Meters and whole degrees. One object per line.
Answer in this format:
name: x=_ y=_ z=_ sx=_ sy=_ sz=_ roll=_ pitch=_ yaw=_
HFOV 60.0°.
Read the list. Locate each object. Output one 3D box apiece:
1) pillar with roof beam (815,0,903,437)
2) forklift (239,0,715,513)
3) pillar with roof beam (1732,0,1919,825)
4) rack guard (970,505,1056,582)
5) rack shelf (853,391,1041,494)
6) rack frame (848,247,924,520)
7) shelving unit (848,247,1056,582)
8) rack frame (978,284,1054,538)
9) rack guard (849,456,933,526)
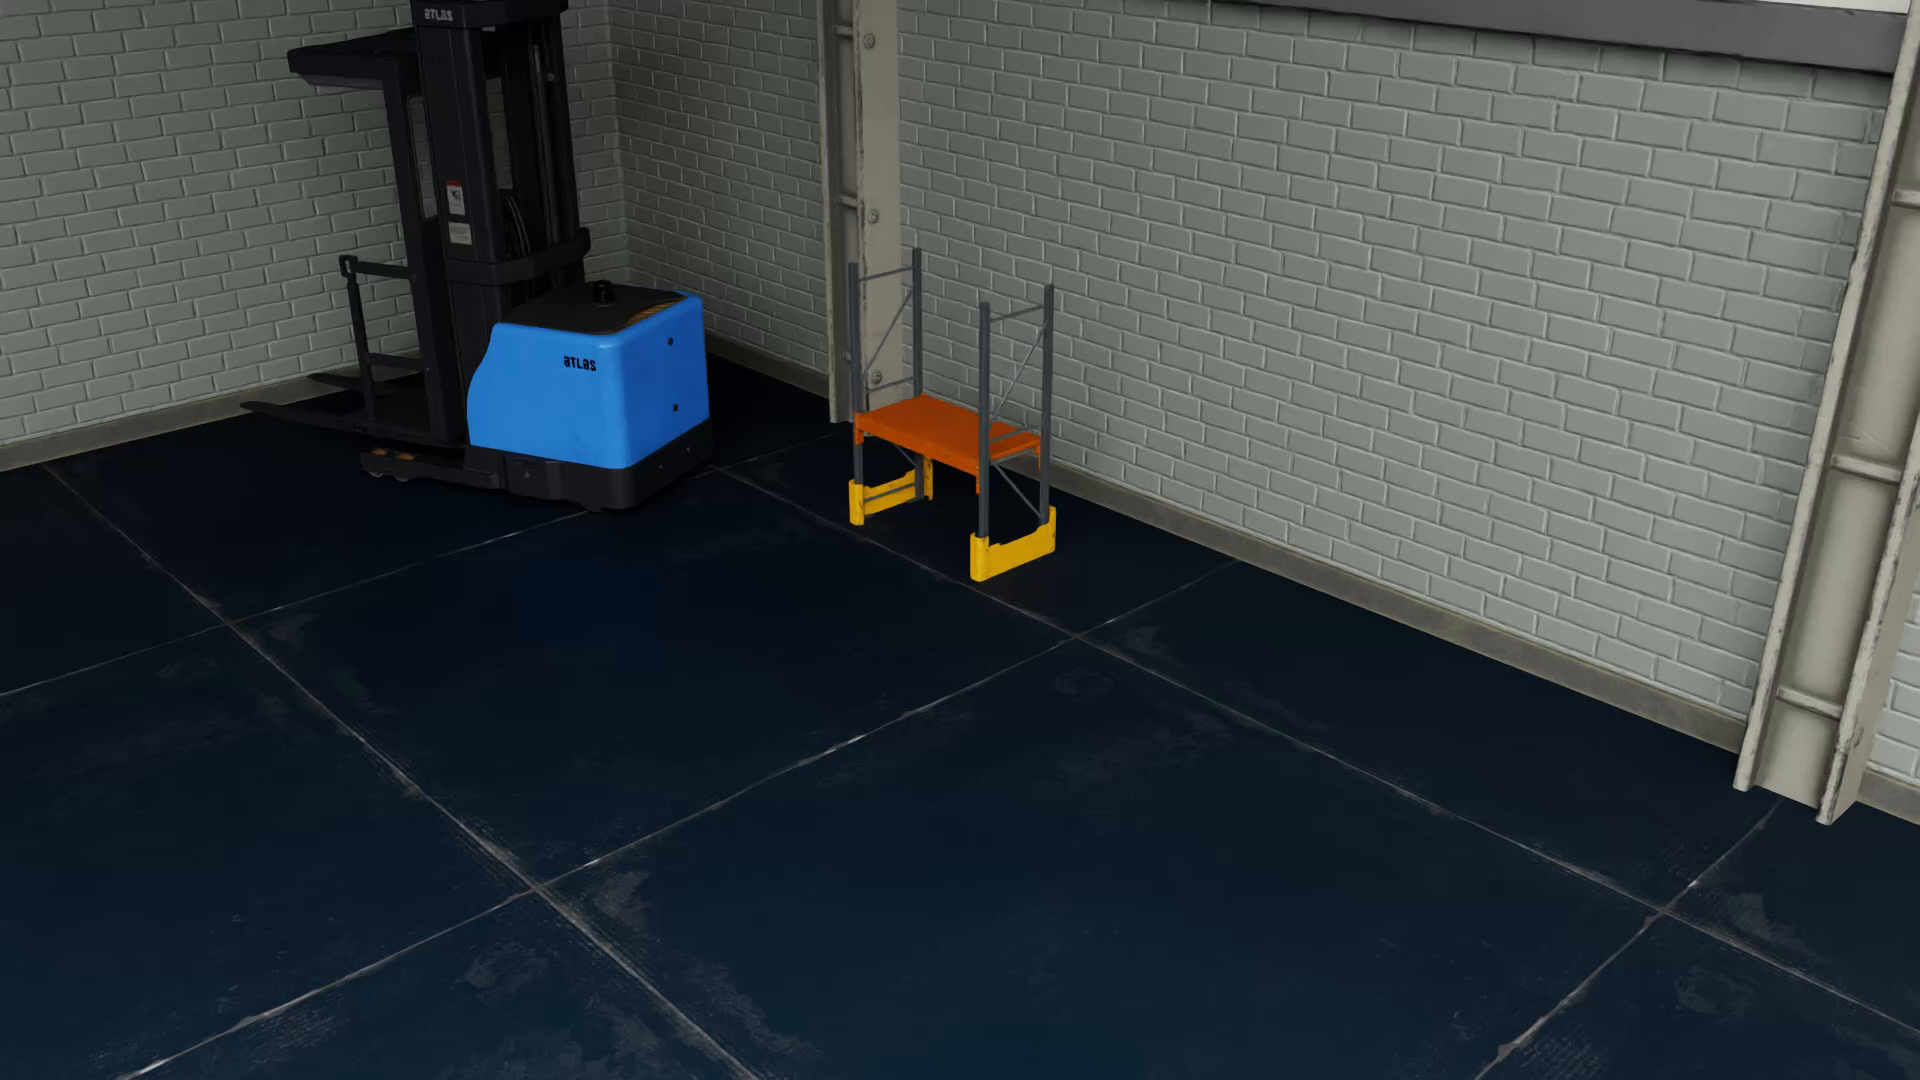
pillar with roof beam: x=-3.756 y=-3.639 z=6.385 sx=9.100 sy=9.000 sz=0.400 roll=-21 pitch=32 yaw=-38
forklift: x=-3.078 y=-1.875 z=9.828 sx=3.031 sy=2.935 sz=1.130 roll=10 pitch=26 yaw=21
pillar with roof beam: x=0.345 y=-1.821 z=2.400 sx=9.100 sy=9.000 sz=0.400 roll=-21 pitch=32 yaw=-38
rack guard: x=0.288 y=0.014 z=8.918 sx=0.587 sy=0.250 sz=0.087 roll=-21 pitch=32 yaw=-38
rack shelf: x=-0.058 y=-0.545 z=9.070 sx=0.538 sy=0.185 sz=1.000 roll=-21 pitch=32 yaw=-38
rack frame: x=-0.406 y=-0.862 z=9.333 sx=0.500 sy=1.500 sz=0.032 roll=-21 pitch=32 yaw=-38
shelving unit: x=-0.052 y=-0.705 z=8.989 sx=0.587 sy=1.500 sz=1.083 roll=-21 pitch=32 yaw=-38
rack frame: x=0.289 y=-0.554 z=8.658 sx=0.500 sy=1.500 sz=0.032 roll=-21 pitch=32 yaw=-38
rack guard: x=-0.392 y=-0.288 z=9.579 sx=0.587 sy=0.250 sz=0.087 roll=-21 pitch=32 yaw=-38
